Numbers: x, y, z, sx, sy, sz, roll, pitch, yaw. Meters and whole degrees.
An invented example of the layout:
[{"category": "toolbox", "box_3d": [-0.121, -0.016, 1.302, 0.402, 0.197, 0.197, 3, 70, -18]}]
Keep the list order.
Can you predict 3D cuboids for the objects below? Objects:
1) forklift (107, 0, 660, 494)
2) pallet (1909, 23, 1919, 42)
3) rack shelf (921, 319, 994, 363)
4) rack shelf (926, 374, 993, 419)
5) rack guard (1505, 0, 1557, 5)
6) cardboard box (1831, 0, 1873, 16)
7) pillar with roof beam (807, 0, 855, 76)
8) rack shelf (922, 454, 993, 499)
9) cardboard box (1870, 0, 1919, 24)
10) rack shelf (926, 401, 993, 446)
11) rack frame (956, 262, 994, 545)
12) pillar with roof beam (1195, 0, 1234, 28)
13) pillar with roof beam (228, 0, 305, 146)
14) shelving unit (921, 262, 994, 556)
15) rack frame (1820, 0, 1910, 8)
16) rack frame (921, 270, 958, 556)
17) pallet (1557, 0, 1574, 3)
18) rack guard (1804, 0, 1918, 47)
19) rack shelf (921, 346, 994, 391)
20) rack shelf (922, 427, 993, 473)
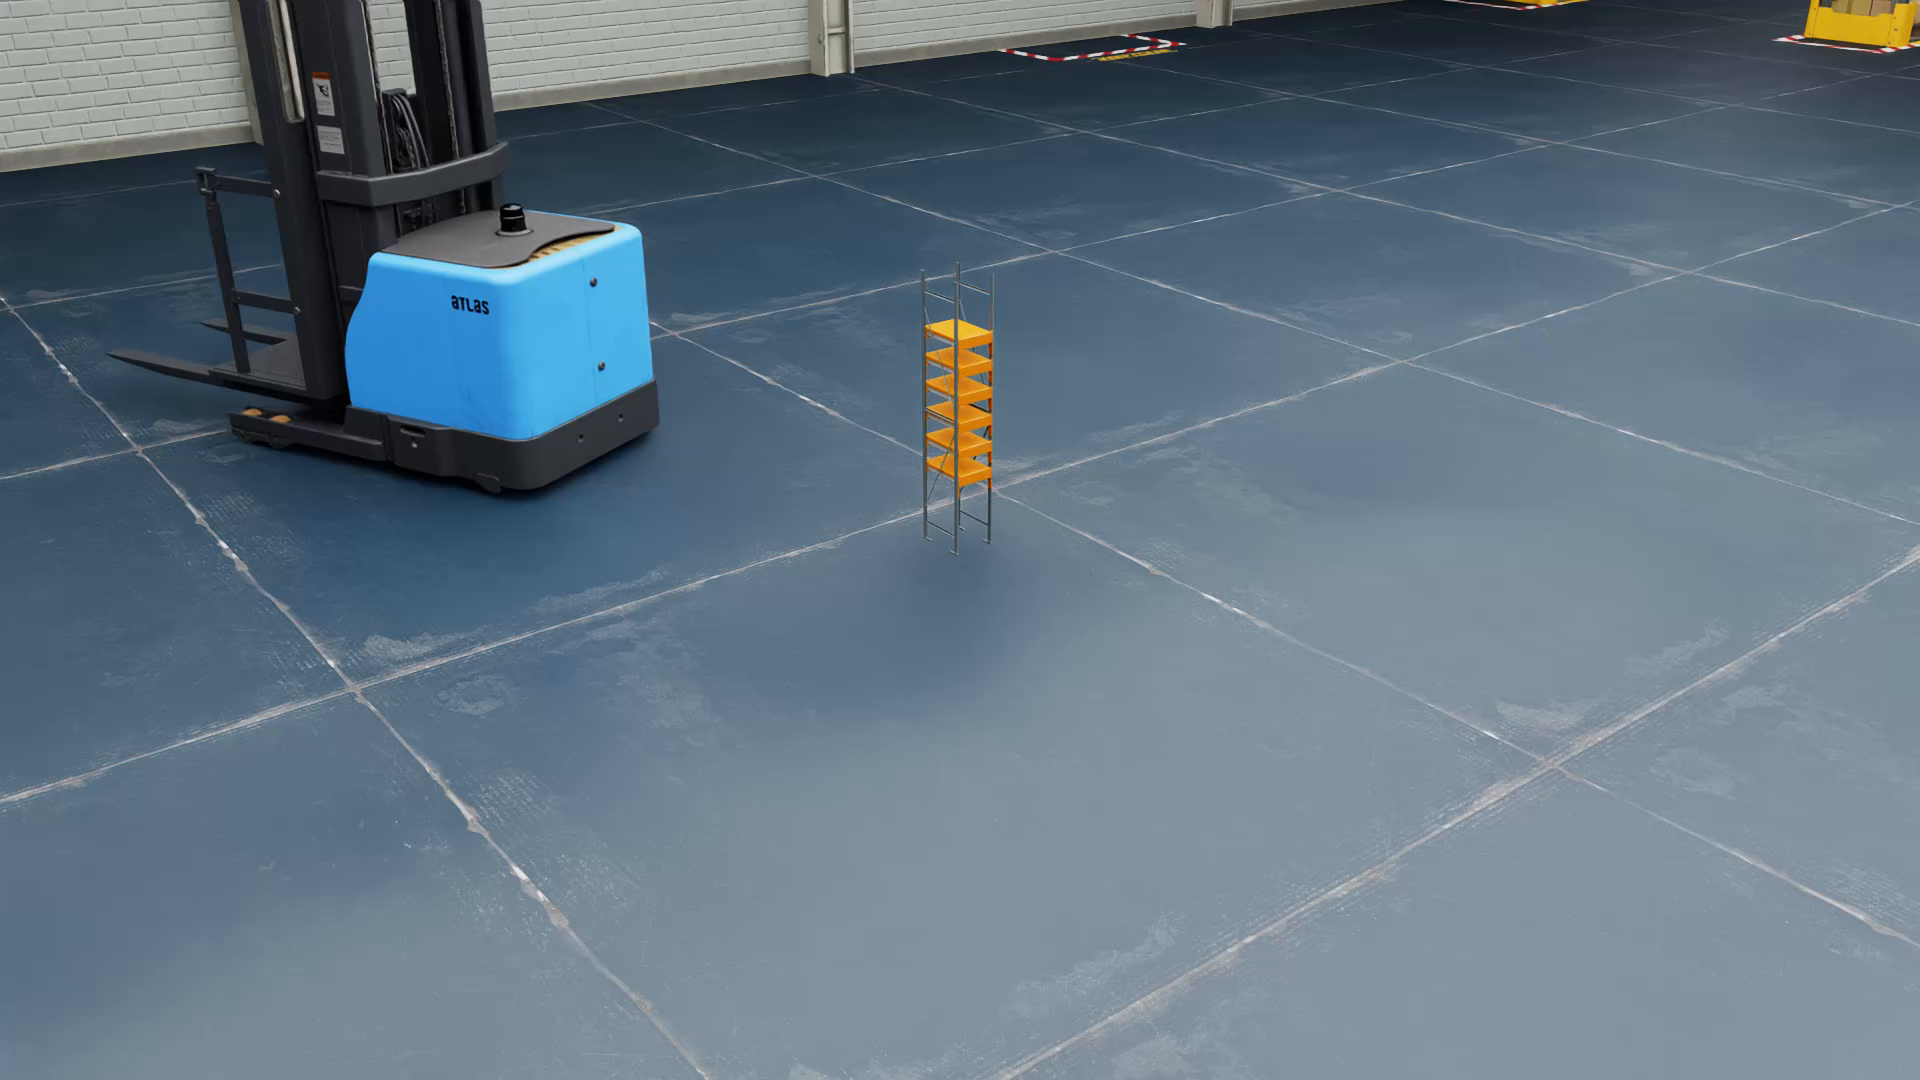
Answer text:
[{"category": "forklift", "box_3d": [-3.056, -1.962, 7.996, 3.031, 2.935, 1.130, 12, 28, 24]}, {"category": "pallet", "box_3d": [11.650, -6.483, 20.967, 1.213, 0.211, 1.003, -18, 31, -34]}, {"category": "rack shelf", "box_3d": [-0.011, -0.827, 6.856, 0.180, 0.103, 0.258, -18, 31, -34]}, {"category": "rack shelf", "box_3d": [-0.011, -0.609, 6.957, 0.180, 0.103, 0.258, -18, 31, -34]}, {"category": "rack guard", "box_3d": [8.074, -8.061, 24.025, 0.348, 0.500, 1.175, -18, 31, -34]}, {"category": "cardboard box", "box_3d": [11.314, -6.715, 20.924, 0.500, 0.250, 0.500, -18, 31, -34]}, {"category": "pillar with roof beam", "box_3d": [1.245, -7.821, 13.413, 0.400, 9.000, 9.100, -18, 31, -34]}, {"category": "rack shelf", "box_3d": [-0.011, -0.282, 7.109, 0.180, 0.103, 0.258, -18, 31, -34]}, {"category": "cardboard box", "box_3d": [11.633, -6.544, 20.554, 0.500, 0.250, 0.500, -18, 31, -34]}, {"category": "rack shelf", "box_3d": [-0.011, -0.500, 7.008, 0.180, 0.103, 0.258, -18, 31, -34]}, {"category": "rack frame", "box_3d": [0.061, -0.564, 7.041, 0.006, 1.200, 0.240, -18, 31, -34]}, {"category": "pillar with roof beam", "box_3d": [5.966, -9.380, 16.771, 0.400, 9.000, 9.100, -18, 31, -34]}, {"category": "pillar with roof beam", "box_3d": [-3.477, -6.263, 10.054, 0.400, 9.000, 9.100, -18, 31, -34]}, {"category": "shelving unit", "box_3d": [-0.011, -0.540, 6.989, 0.189, 1.200, 0.258, -18, 31, -34]}, {"category": "rack frame", "box_3d": [11.074, -7.535, 19.922, 0.127, 3.000, 1.000, -18, 31, -34]}, {"category": "rack frame", "box_3d": [-0.083, -0.517, 6.938, 0.006, 1.200, 0.240, -18, 31, -34]}, {"category": "pallet", "box_3d": [8.735, -8.129, 24.515, 1.213, 0.211, 1.003, -18, 31, -34]}, {"category": "rack guard", "box_3d": [11.055, -6.395, 20.435, 0.348, 0.500, 1.175, -18, 31, -34]}, {"category": "rack shelf", "box_3d": [-0.011, -0.718, 6.907, 0.180, 0.103, 0.258, -18, 31, -34]}, {"category": "rack shelf", "box_3d": [-0.011, -0.391, 7.059, 0.180, 0.103, 0.258, -18, 31, -34]}]
